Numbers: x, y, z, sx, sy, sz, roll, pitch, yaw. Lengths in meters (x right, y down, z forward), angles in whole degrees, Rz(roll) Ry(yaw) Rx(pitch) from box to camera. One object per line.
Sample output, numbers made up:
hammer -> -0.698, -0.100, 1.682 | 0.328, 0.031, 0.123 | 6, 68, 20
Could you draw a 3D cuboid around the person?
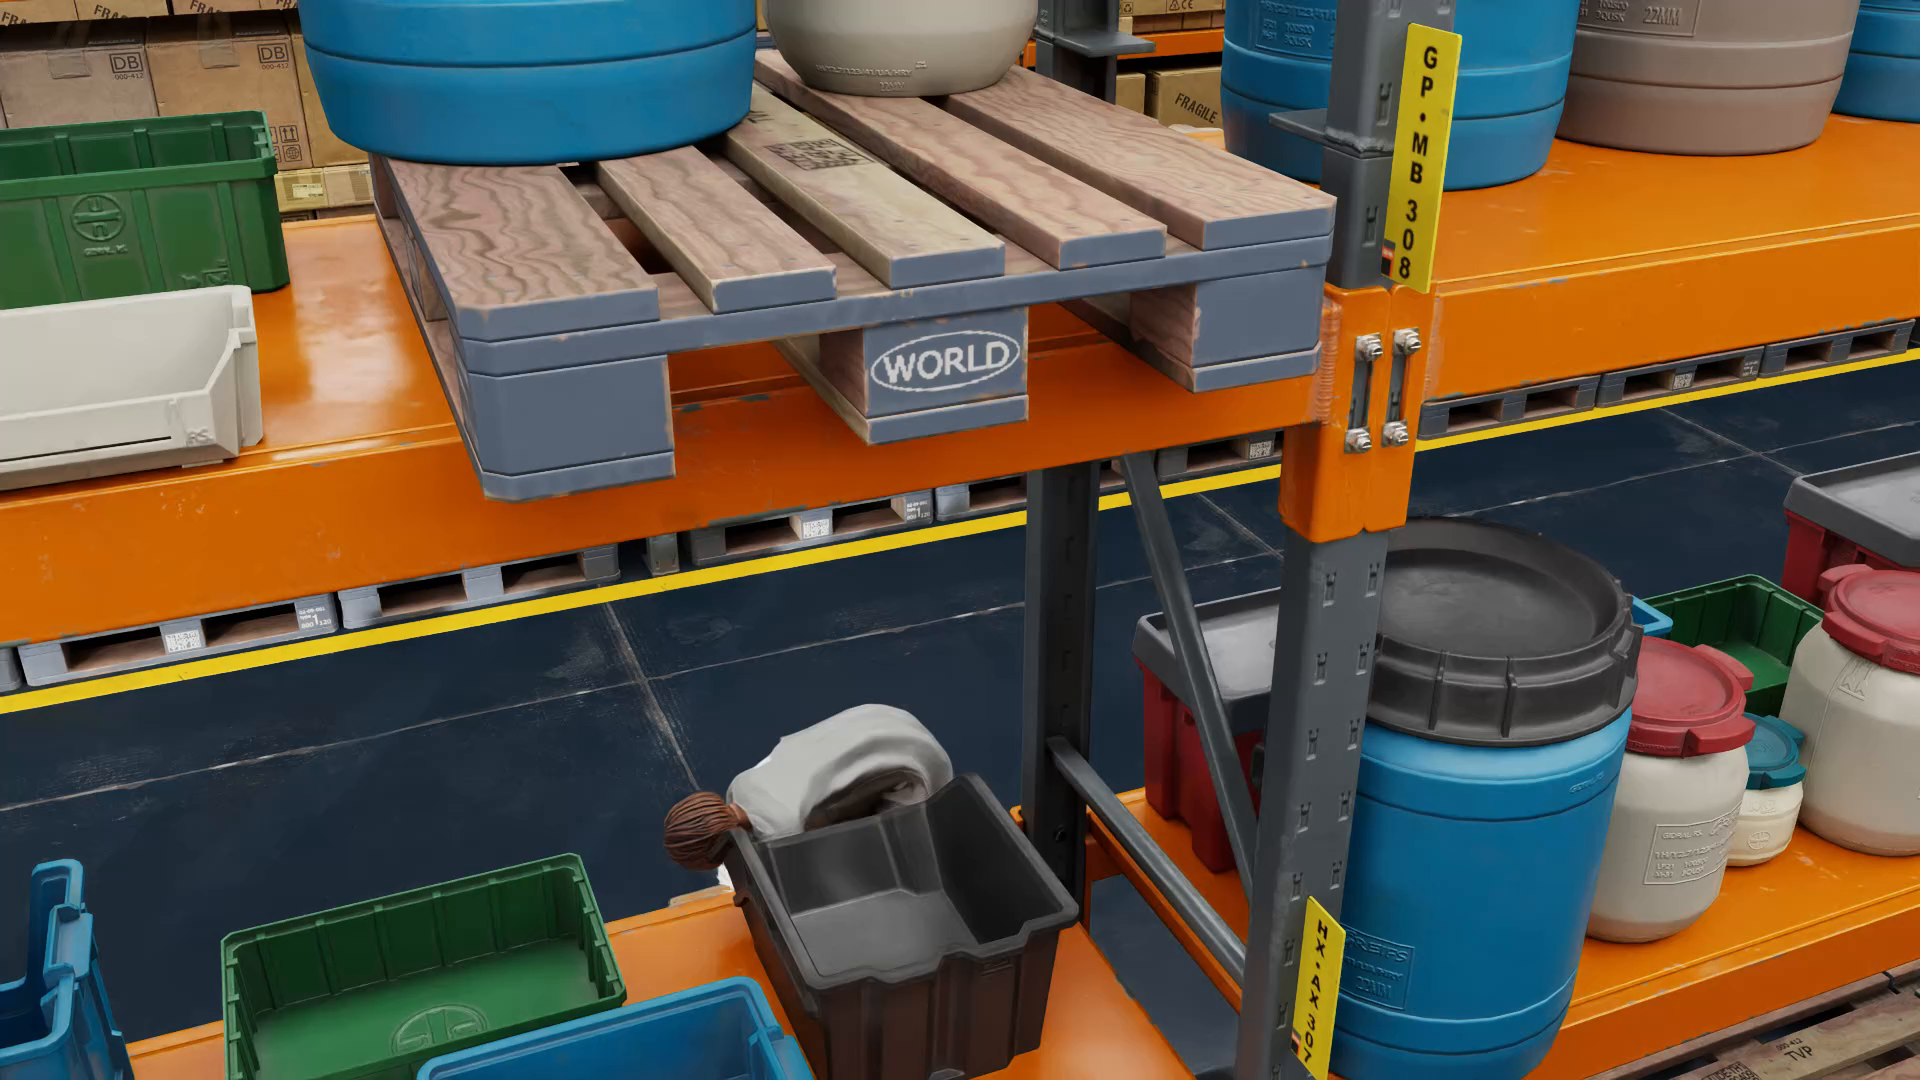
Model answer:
person -> -0.435, 0.973, 4.891 | 0.866, 0.947, 0.412 | -12, 29, -23
